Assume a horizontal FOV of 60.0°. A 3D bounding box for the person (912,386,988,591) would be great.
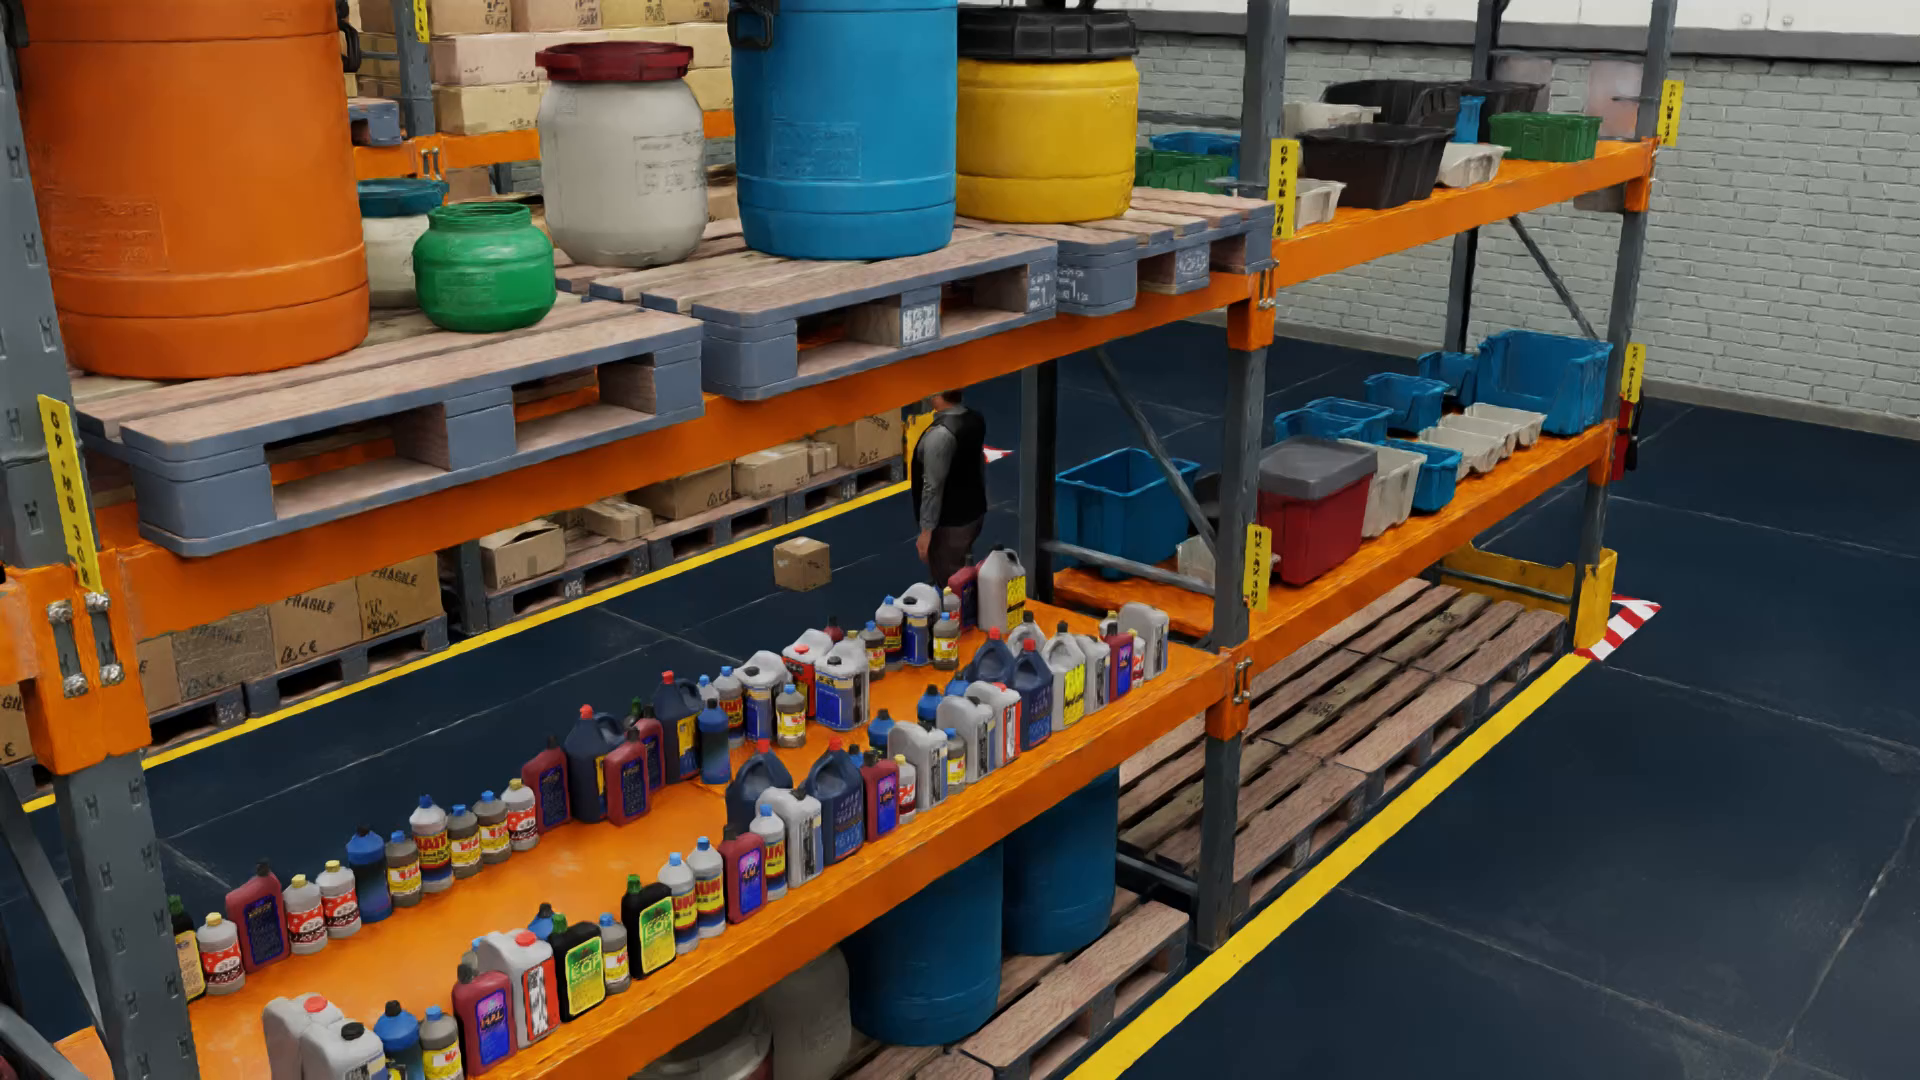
[{"bbox_3d":[-0.078,-0.104,8.876,0.630,1.722,0.655,8,21,20],"label":"person"}]
